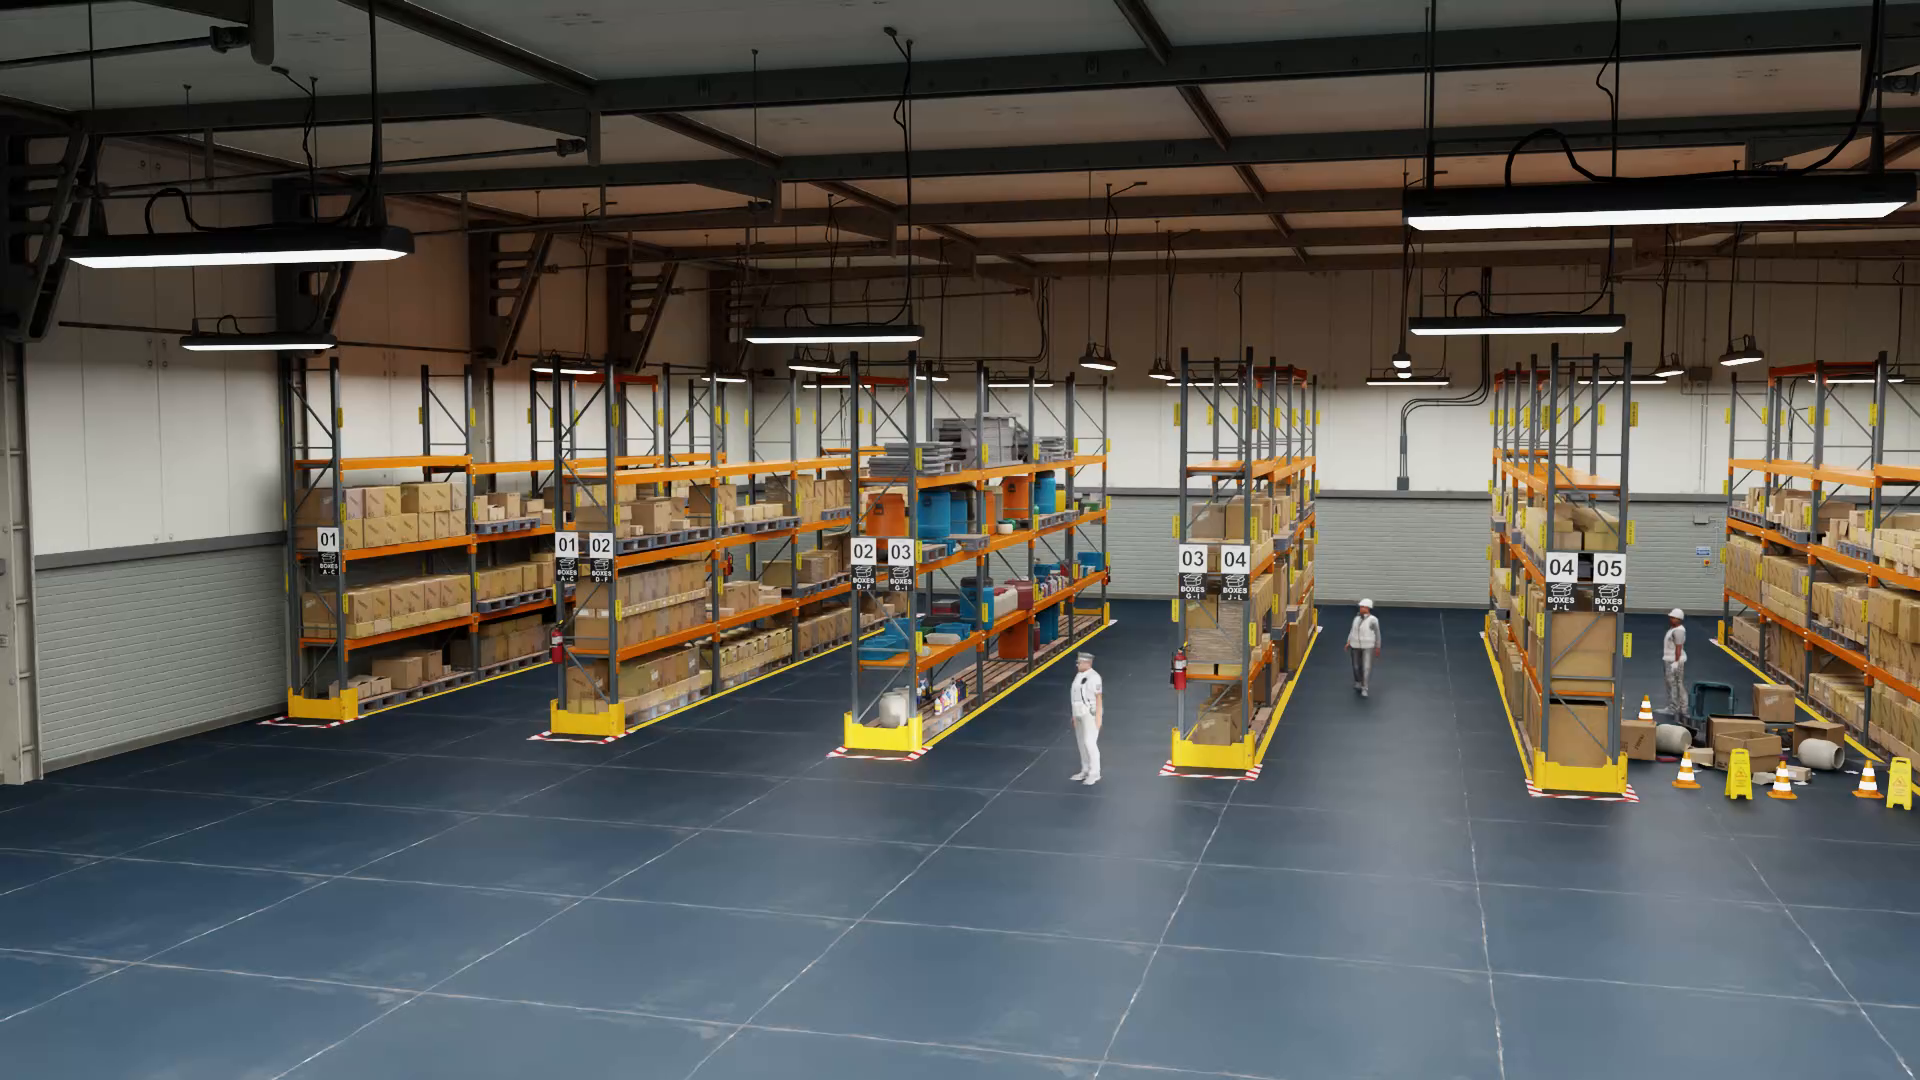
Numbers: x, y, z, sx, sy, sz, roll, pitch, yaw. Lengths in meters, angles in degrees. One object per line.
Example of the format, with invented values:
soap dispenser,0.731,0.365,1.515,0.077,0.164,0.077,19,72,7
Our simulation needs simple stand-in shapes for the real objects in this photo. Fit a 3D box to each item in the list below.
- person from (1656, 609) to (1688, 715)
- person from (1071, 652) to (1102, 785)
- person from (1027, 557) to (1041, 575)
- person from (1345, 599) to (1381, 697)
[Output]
person,12.074,2.054,28.091,0.590,1.790,0.446,-4,6,-44
person,1.737,2.454,22.986,0.416,1.813,0.605,-2,5,-27
person,1.766,1.257,39.787,0.374,1.700,0.529,-3,5,-37
person,7.288,1.930,30.078,0.641,1.733,1.004,1,4,19
